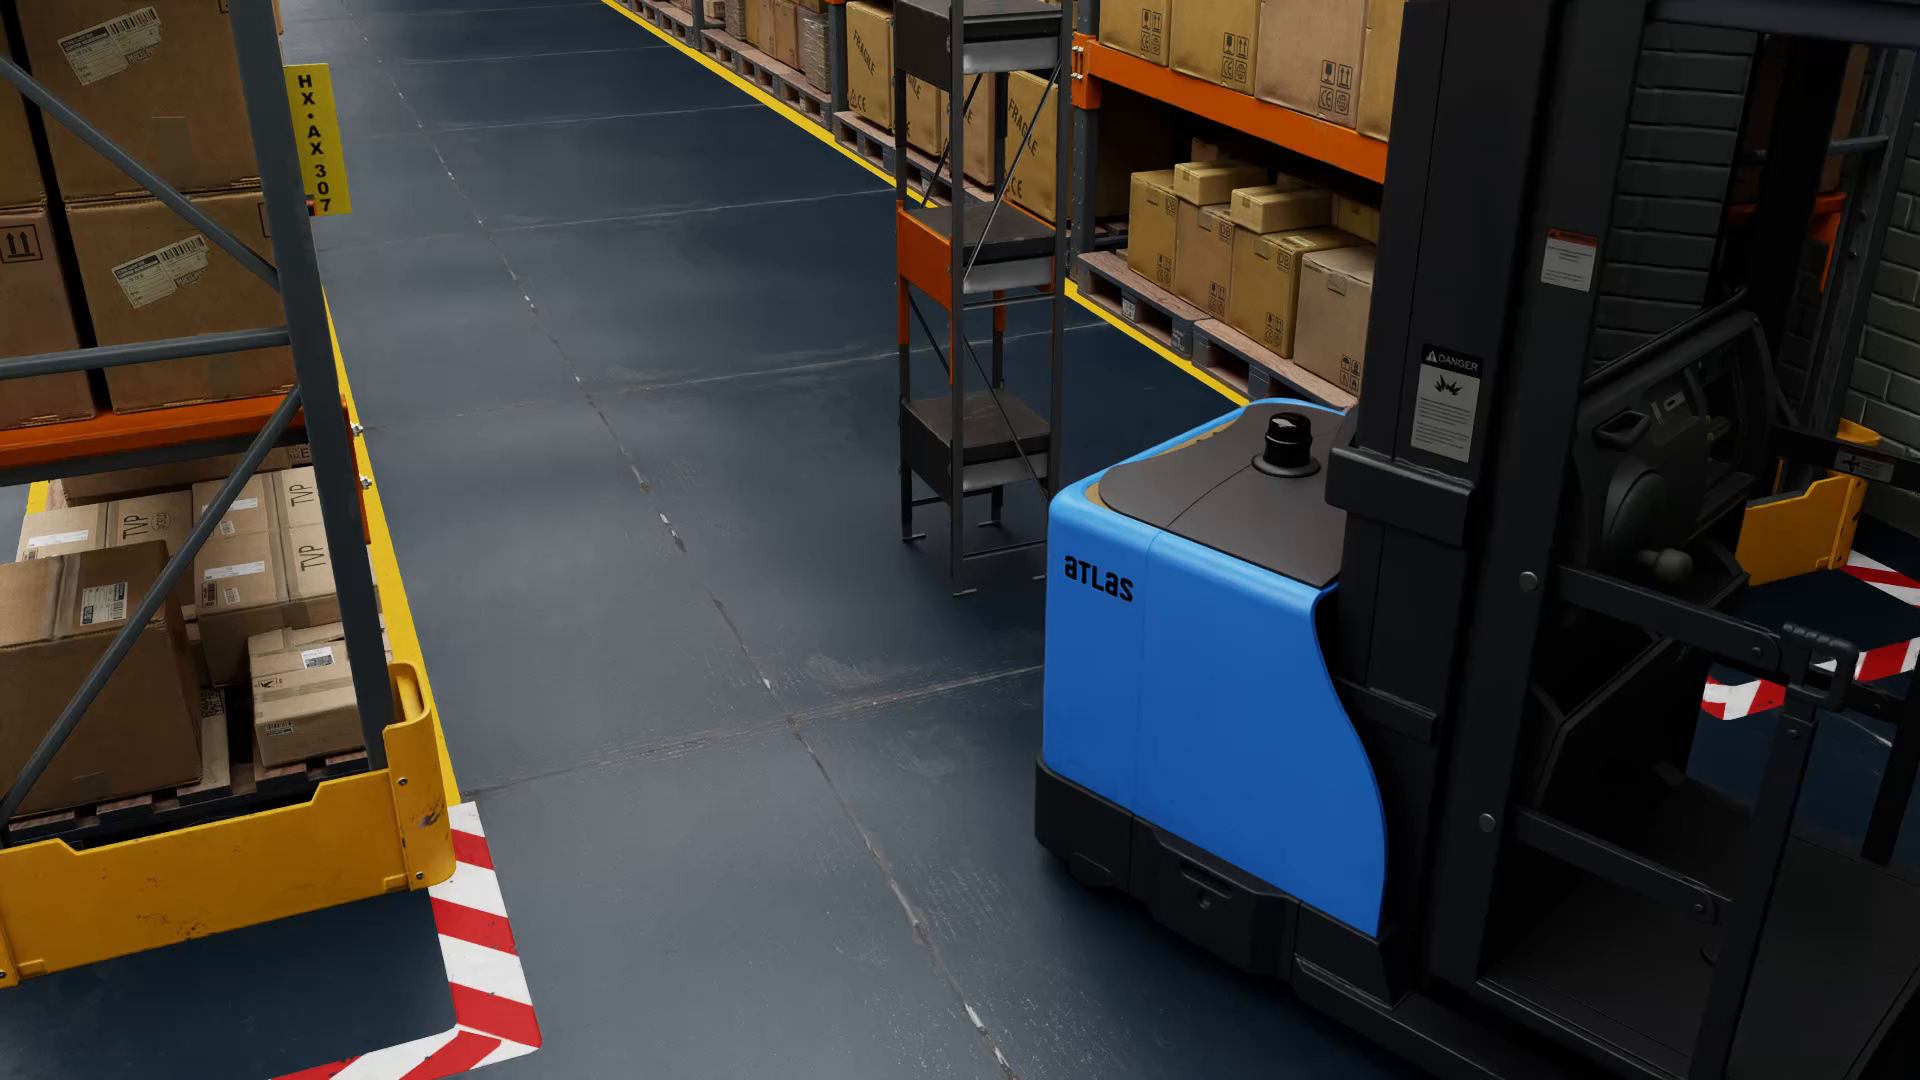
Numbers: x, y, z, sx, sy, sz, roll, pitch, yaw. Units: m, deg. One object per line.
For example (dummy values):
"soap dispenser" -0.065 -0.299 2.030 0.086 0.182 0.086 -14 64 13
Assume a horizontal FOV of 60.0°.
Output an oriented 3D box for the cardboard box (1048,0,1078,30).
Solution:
"cardboard box" 0.695 -2.838 8.907 0.380 0.149 0.250 -10 28 -20

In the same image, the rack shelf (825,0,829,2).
"rack shelf" -1.262 -4.953 13.795 1.077 0.370 4.000 -11 28 -21

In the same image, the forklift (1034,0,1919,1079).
"forklift" 1.610 -0.170 3.257 3.031 2.935 1.130 23 34 39

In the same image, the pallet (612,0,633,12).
"pallet" -3.296 -6.081 18.463 1.003 0.211 1.213 -11 28 -21

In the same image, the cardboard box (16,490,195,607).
"cardboard box" -2.686 0.086 5.288 0.500 0.250 0.500 -11 28 -21

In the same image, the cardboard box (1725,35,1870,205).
"cardboard box" 2.445 -1.578 5.721 0.980 0.700 0.700 -9 28 -18

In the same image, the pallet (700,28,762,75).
"pallet" -1.739 -4.516 15.260 1.003 0.211 1.213 -11 28 -21

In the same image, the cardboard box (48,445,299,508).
"cardboard box" -2.728 -0.320 5.830 0.797 0.503 0.637 -11 28 -21

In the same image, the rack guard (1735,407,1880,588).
"rack guard" 2.664 -0.106 5.898 1.175 0.500 0.348 -11 28 -21

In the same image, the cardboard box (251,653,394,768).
"cardboard box" -1.750 0.469 4.619 0.380 0.149 0.250 -11 28 -21

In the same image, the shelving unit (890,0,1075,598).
"shelving unit" 0.065 -0.877 5.652 0.431 2.100 0.503 -11 28 -21

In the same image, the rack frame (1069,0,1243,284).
"rack frame" 1.088 -2.854 8.676 1.000 3.000 0.127 -11 28 -21

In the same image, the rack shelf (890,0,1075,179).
"rack shelf" 0.065 -1.493 5.351 0.431 0.518 0.480 -11 28 -21

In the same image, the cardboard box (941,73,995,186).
"cardboard box" 0.363 -2.675 10.281 0.750 0.750 0.750 -10 28 -19

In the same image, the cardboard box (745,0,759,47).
"cardboard box" -1.493 -4.664 14.731 0.700 0.500 0.500 -11 28 -22

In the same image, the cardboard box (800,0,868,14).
"cardboard box" -0.974 -4.403 13.341 0.500 0.250 0.500 -10 28 -20

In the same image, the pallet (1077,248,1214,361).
"pallet" 1.314 -1.280 8.632 1.003 0.211 1.213 -11 28 -21

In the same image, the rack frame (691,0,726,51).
"rack frame" -2.045 -6.084 15.291 1.000 3.000 0.127 -11 28 -21

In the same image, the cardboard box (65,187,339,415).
"cardboard box" -1.833 -0.656 4.060 0.500 0.500 0.500 -10 28 -20

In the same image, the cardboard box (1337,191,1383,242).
"cardboard box" 1.924 -1.459 7.451 0.380 0.149 0.250 -11 28 -22

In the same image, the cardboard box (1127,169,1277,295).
"cardboard box" 1.286 -1.600 8.478 0.700 0.500 0.500 -10 28 -20

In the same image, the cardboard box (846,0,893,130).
"cardboard box" -0.311 -3.372 11.709 0.750 0.750 0.750 -11 28 -21

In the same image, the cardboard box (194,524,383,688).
"cardboard box" -2.050 0.181 5.092 0.500 0.250 0.500 -11 28 -21

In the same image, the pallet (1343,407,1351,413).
"pallet" 2.269 -0.295 6.614 1.003 0.211 1.213 -11 28 -21

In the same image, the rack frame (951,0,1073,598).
"rack frame" 0.160 -0.778 5.451 0.400 2.100 0.015 -11 28 -21

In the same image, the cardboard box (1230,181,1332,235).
"cardboard box" 1.457 -1.511 7.557 0.380 0.149 0.250 -11 28 -22

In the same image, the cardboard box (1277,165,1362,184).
"cardboard box" 1.724 -1.665 7.873 0.380 0.149 0.250 -12 28 -22

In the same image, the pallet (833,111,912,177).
"pallet" -0.239 -2.884 11.917 1.003 0.211 1.213 -11 28 -21

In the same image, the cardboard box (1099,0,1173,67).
"cardboard box" 1.285 -2.767 8.156 0.980 0.700 0.700 -10 28 -20

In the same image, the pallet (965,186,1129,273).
"pallet" 0.716 -1.899 9.900 1.003 0.211 1.213 -11 28 -21

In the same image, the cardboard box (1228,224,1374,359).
"cardboard box" 1.679 -1.189 7.637 0.700 0.500 0.500 -10 28 -19

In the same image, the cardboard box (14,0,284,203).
"cardboard box" -1.833 -1.105 3.841 0.500 0.500 0.500 -10 28 -19

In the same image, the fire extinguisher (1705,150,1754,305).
"fire extinguisher" 2.289 -0.897 5.181 0.296 0.674 0.183 -11 28 -21

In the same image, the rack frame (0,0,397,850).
"rack frame" -1.902 -0.386 3.623 1.000 3.000 0.127 -11 28 -21

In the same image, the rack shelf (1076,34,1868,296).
"rack shelf" 1.871 -1.723 7.181 1.077 0.370 4.000 -11 28 -21

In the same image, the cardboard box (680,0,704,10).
"cardboard box" -2.488 -5.570 16.587 0.500 0.500 0.500 -13 29 -24

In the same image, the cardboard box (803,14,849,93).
"cardboard box" -0.808 -3.825 13.013 0.700 0.500 0.500 -10 28 -20

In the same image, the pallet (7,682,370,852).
"pallet" -2.245 0.514 4.956 1.003 0.211 1.213 -11 28 -21

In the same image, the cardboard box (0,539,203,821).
"cardboard box" -2.342 0.362 4.437 0.500 0.500 0.500 -11 28 -21

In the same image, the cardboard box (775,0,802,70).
"cardboard box" -1.124 -4.249 13.880 0.700 0.500 0.500 -11 28 -21

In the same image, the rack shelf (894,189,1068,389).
"rack shelf" 0.065 -0.864 5.658 0.431 0.518 0.480 -11 28 -21

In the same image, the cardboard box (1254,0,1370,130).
"cardboard box" 1.860 -2.179 6.953 0.980 0.700 0.700 -12 28 -23
